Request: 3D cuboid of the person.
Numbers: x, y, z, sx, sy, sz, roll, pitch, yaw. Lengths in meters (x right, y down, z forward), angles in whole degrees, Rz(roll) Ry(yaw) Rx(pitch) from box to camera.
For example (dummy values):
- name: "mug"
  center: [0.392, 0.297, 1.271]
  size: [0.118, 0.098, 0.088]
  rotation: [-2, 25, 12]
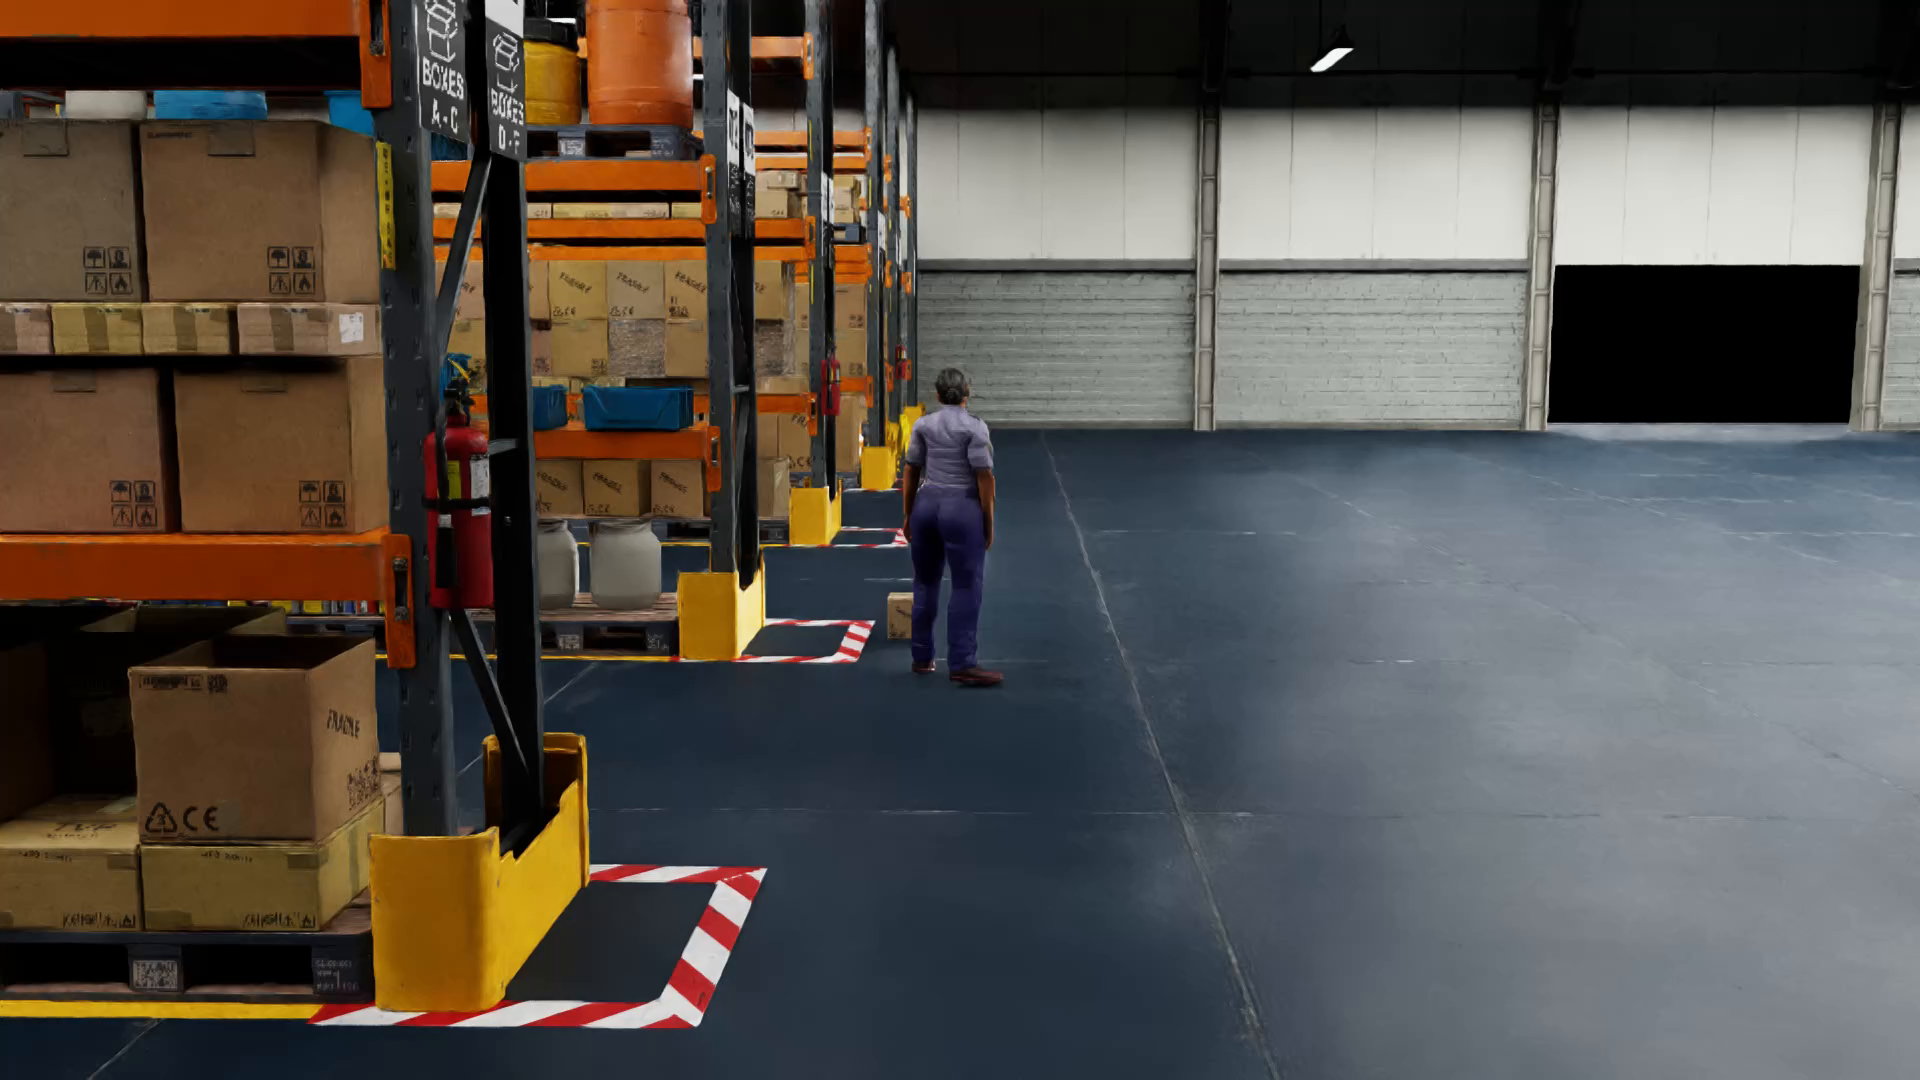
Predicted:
- name: "person"
  center: [-0.043, -0.080, 8.833]
  size: [0.602, 1.642, 0.373]
  rotation: [4, 8, 28]
